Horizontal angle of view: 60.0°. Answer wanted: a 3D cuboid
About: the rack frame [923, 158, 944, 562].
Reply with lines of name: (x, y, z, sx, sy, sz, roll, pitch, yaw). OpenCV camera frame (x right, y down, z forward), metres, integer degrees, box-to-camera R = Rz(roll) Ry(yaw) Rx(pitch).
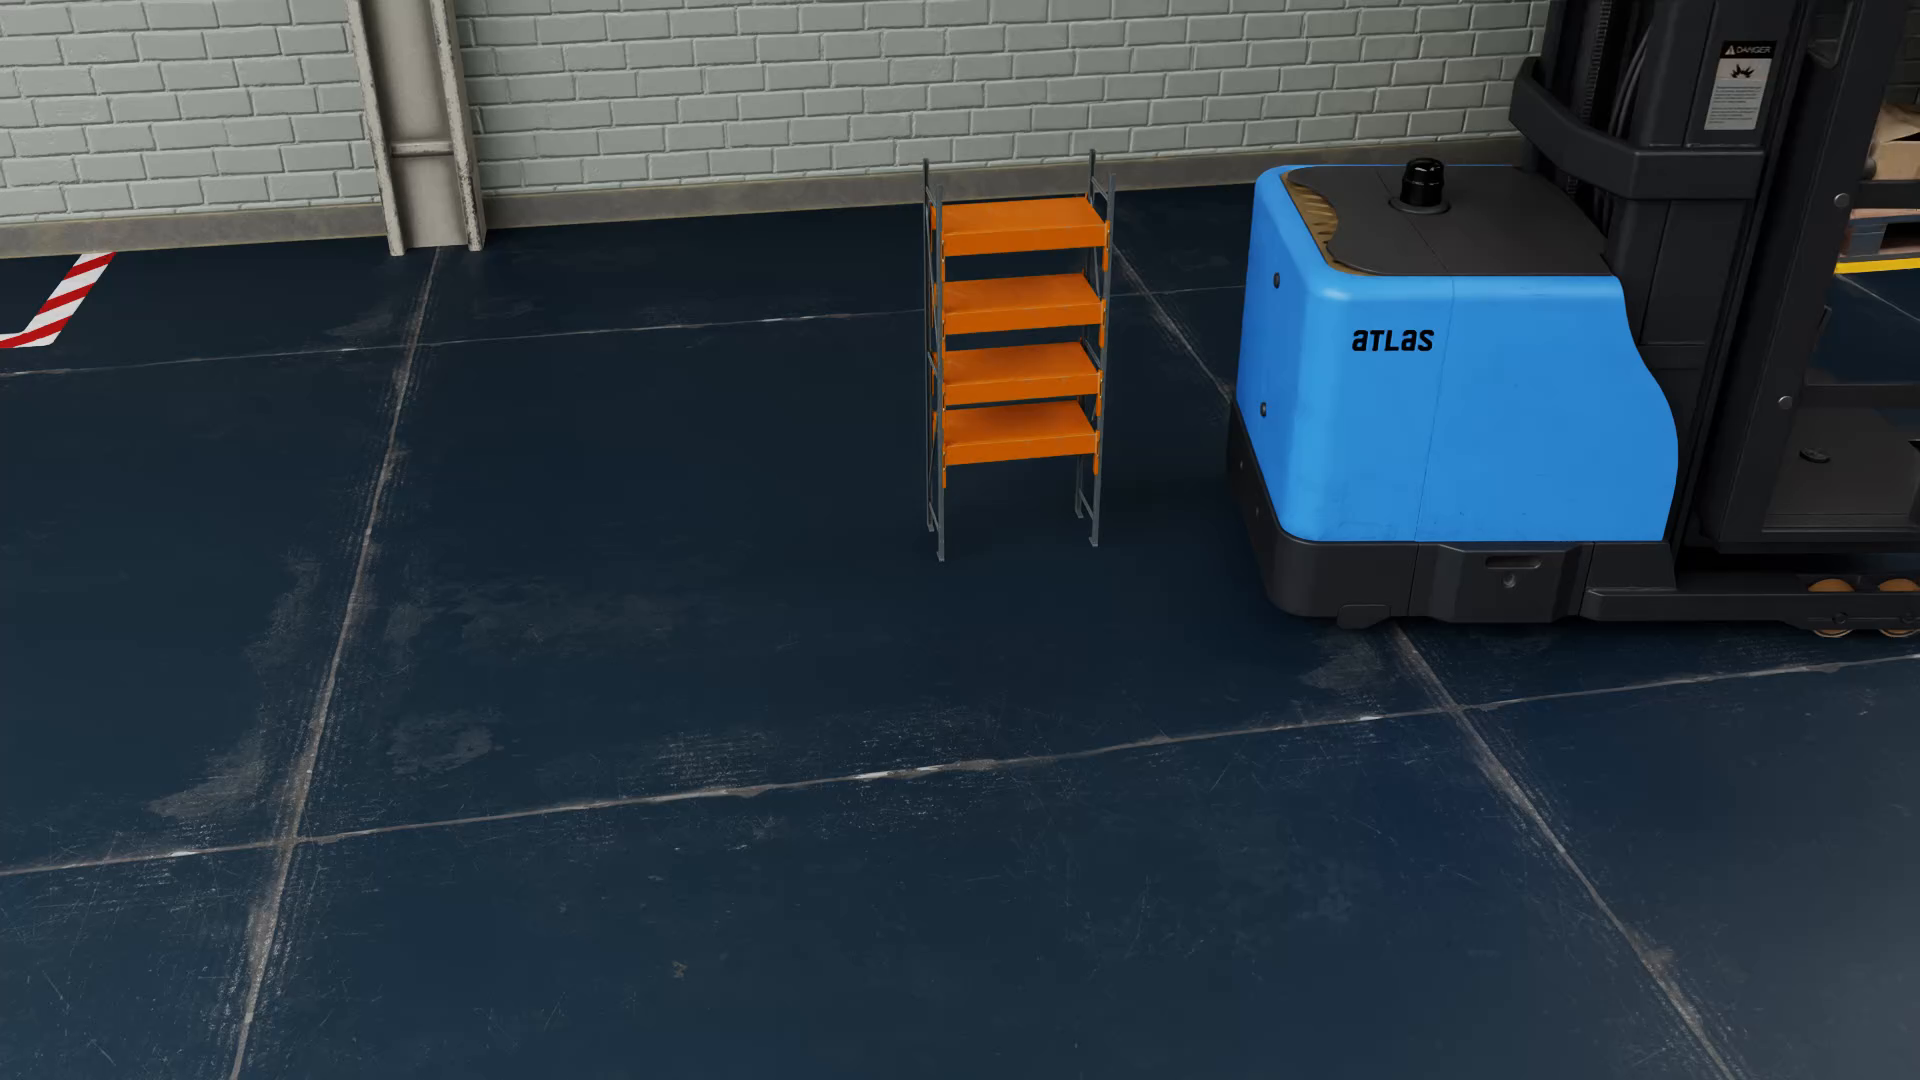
rack frame: (-0.077, -0.510, 4.934, 0.015, 1.200, 0.240, -5, 31, -9)

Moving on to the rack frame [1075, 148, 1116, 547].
rack frame: (0.403, -0.555, 5.009, 0.015, 1.200, 0.240, -5, 31, -9)

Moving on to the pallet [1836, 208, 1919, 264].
pallet: (3.884, -1.567, 7.706, 1.213, 0.211, 1.003, -5, 31, -9)

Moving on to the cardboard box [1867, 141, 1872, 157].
cardboard box: (3.700, -1.754, 7.493, 0.500, 0.311, 0.500, -9, 32, -15)

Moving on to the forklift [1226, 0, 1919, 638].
forklift: (2.405, -1.254, 4.490, 3.031, 2.935, 1.130, 0, 30, 0)

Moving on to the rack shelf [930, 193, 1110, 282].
rack shelf: (0.163, -0.871, 4.772, 0.480, 0.148, 0.258, -5, 31, -9)

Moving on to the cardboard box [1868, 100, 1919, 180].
cardboard box: (4.261, -1.806, 7.581, 0.500, 0.311, 0.500, -3, 31, -5)

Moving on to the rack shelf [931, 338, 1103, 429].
rack shelf: (0.163, -0.474, 5.006, 0.480, 0.148, 0.258, -5, 31, -9)

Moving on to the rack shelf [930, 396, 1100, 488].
rack shelf: (0.163, -0.303, 5.106, 0.480, 0.148, 0.258, -5, 31, -9)

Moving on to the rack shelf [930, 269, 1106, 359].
rack shelf: (0.163, -0.667, 4.892, 0.480, 0.148, 0.258, -5, 31, -9)

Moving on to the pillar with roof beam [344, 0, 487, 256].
pillar with roof beam: (-1.590, -3.092, 1.631, 0.400, 9.000, 9.100, -5, 31, -9)

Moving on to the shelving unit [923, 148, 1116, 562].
shelving unit: (0.163, -0.532, 4.972, 0.503, 1.200, 0.258, -5, 31, -9)
